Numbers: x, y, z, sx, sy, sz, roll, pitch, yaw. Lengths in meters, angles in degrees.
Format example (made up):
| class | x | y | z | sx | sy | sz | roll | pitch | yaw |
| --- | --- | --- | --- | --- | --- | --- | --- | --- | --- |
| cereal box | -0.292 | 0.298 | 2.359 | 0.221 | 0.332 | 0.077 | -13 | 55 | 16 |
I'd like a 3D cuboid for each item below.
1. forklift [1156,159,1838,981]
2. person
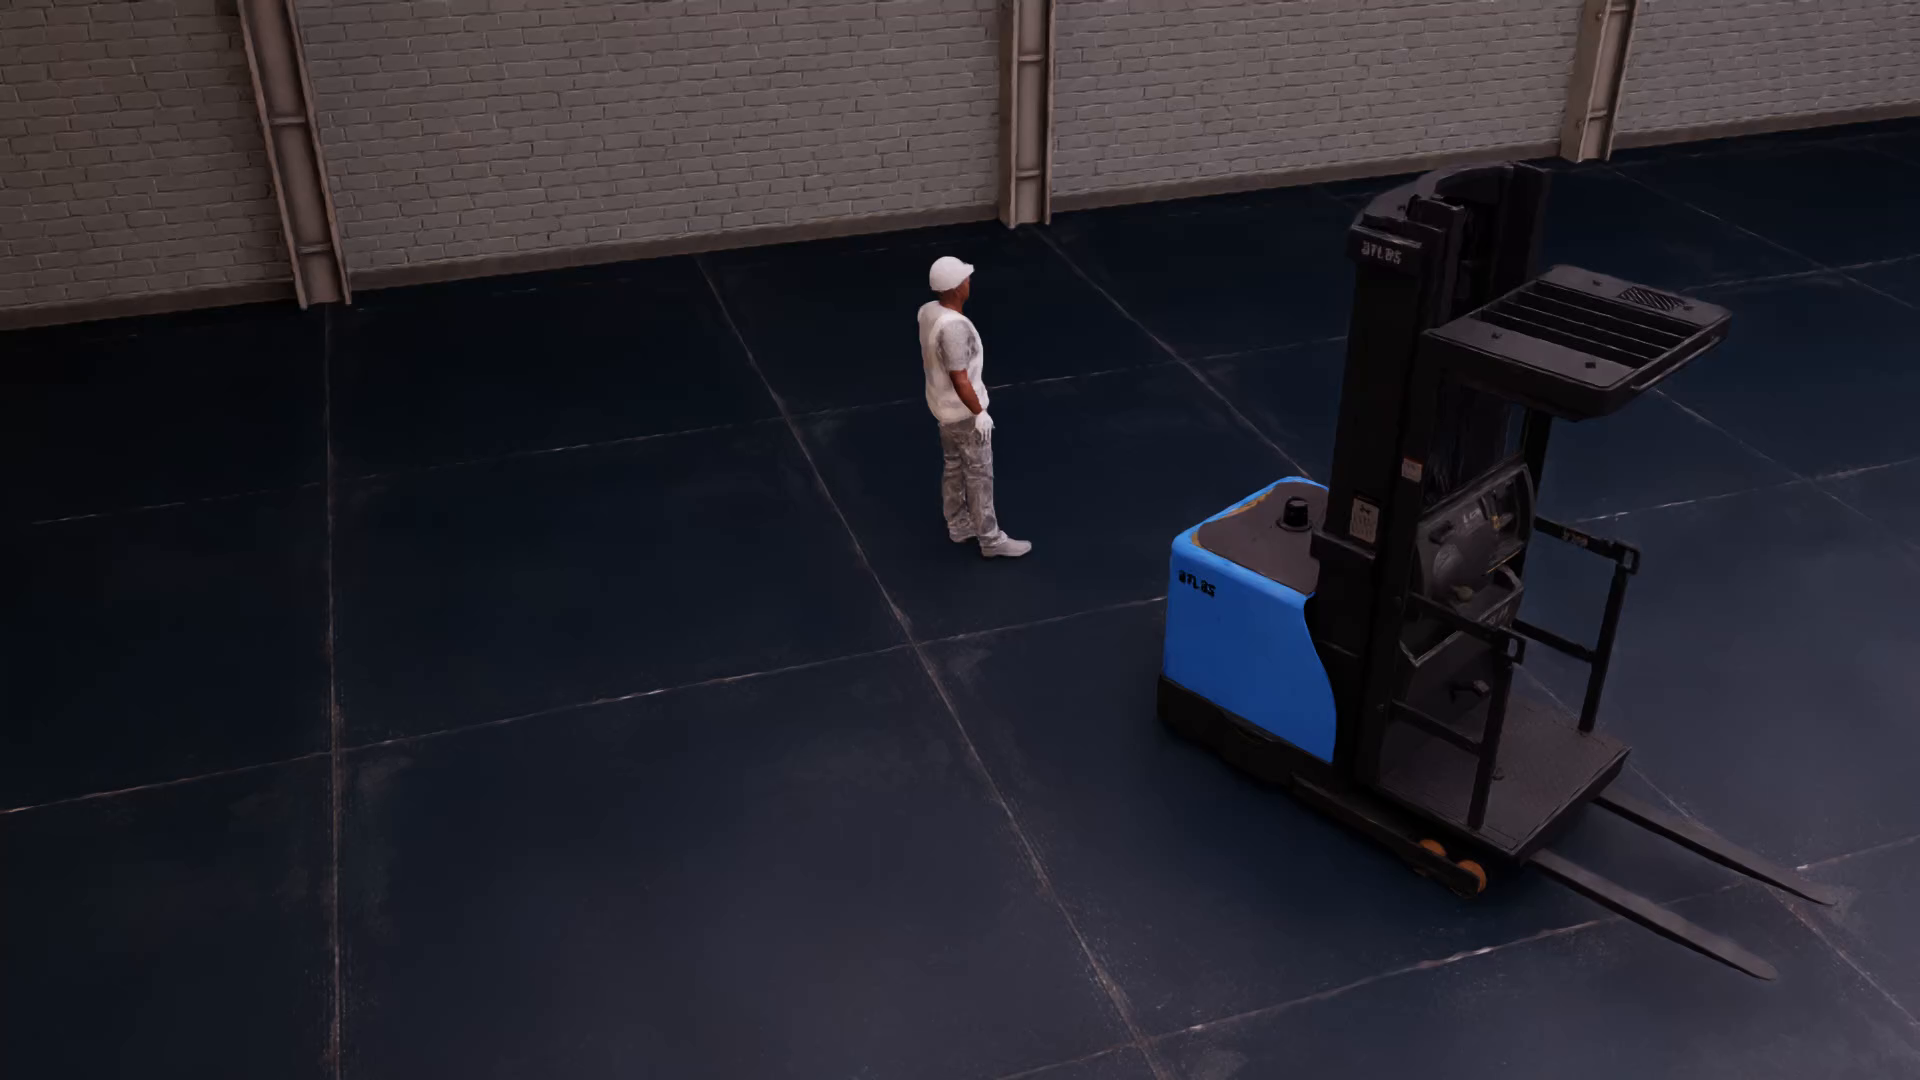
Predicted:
| class | x | y | z | sx | sy | sz | roll | pitch | yaw |
| --- | --- | --- | --- | --- | --- | --- | --- | --- | --- |
| forklift | 2.381 | 0.007 | 7.076 | 1.130 | 2.935 | 3.031 | -26 | 39 | -37 |
| person | 0.071 | -0.786 | 9.591 | 0.576 | 1.782 | 0.655 | -10 | 31 | -16 |
